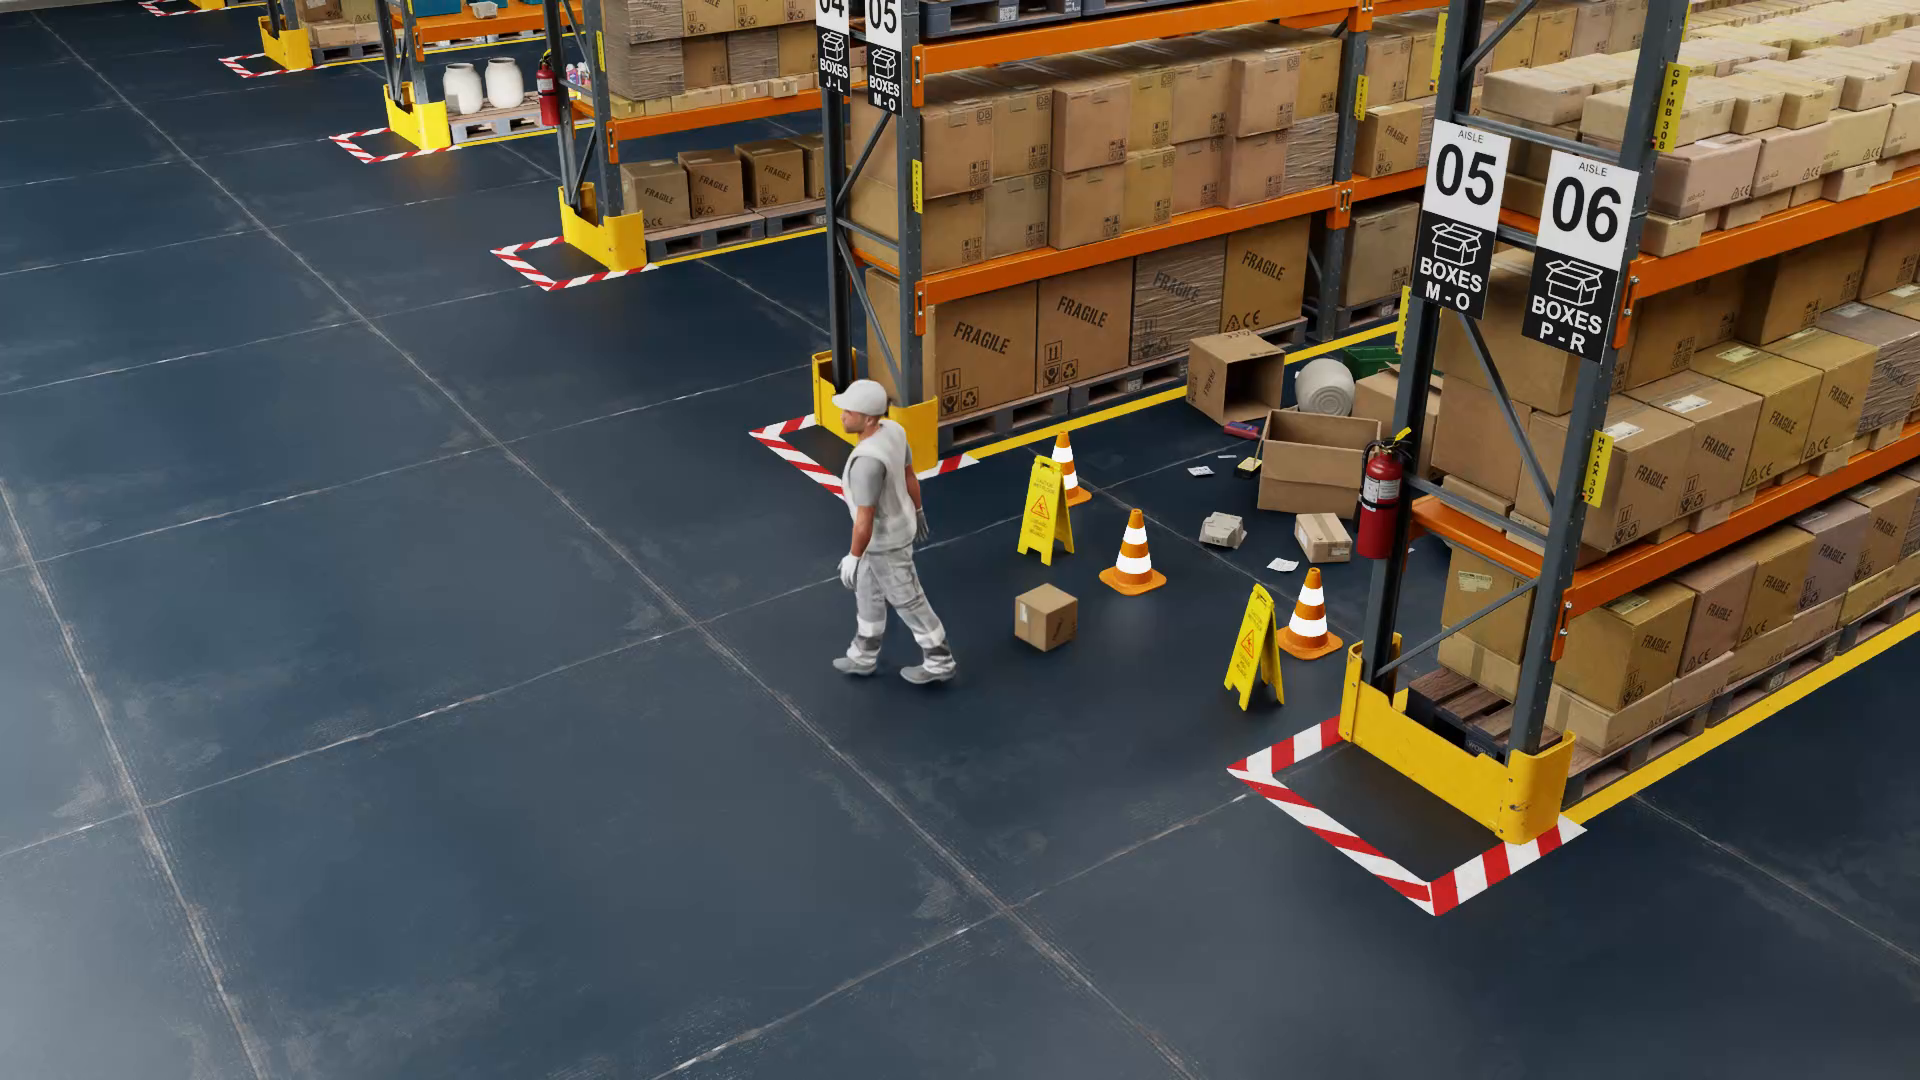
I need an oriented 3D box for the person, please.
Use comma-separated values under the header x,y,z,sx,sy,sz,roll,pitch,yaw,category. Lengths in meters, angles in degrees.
x,y,z,sx,sy,sz,roll,pitch,yaw,category
-0.374,0.018,8.579,0.701,1.821,0.568,1,28,3,person
